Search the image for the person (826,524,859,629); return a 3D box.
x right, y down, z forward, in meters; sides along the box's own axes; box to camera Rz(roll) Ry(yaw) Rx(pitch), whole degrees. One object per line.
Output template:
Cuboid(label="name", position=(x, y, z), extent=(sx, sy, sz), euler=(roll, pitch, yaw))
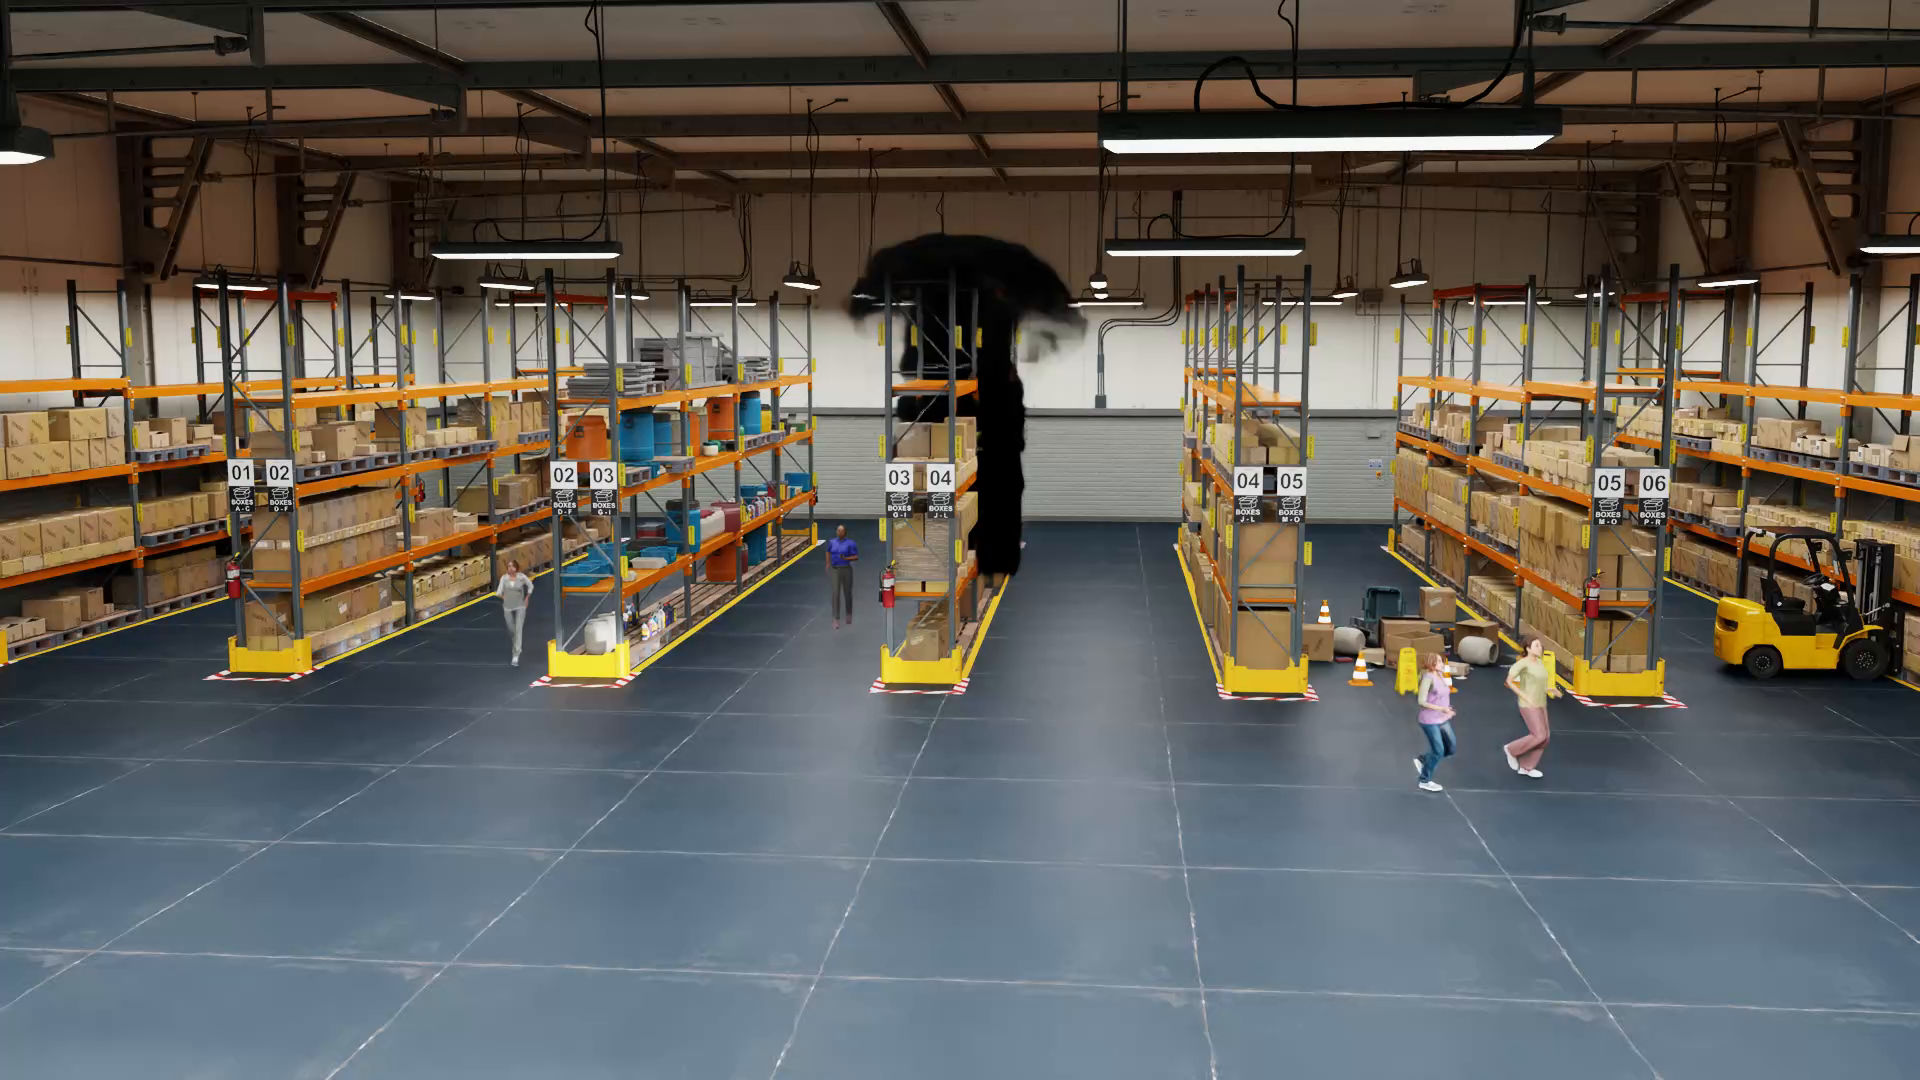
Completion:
Cuboid(label="person", position=(-1.937, 0.628, 27.195), extent=(0.570, 1.587, 0.863), euler=(0, 7, 3))

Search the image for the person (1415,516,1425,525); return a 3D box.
Cuboid(label="person", position=(11.306, -0.661, 40.447), extent=(0.497, 1.529, 0.796), euler=(3, 8, 25))

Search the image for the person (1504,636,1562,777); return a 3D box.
Cuboid(label="person", position=(6.535, 1.896, 18.982), extent=(0.576, 1.622, 0.556), euler=(-5, 9, -38))

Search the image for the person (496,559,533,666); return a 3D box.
Cuboid(label="person", position=(-6.887, 1.087, 25.725), extent=(0.538, 1.602, 0.877), euler=(-1, 7, -5))

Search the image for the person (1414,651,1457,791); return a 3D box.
Cuboid(label="person", position=(5.264, 2.005, 18.380), extent=(0.549, 1.554, 0.529), euler=(6, 9, 42))
